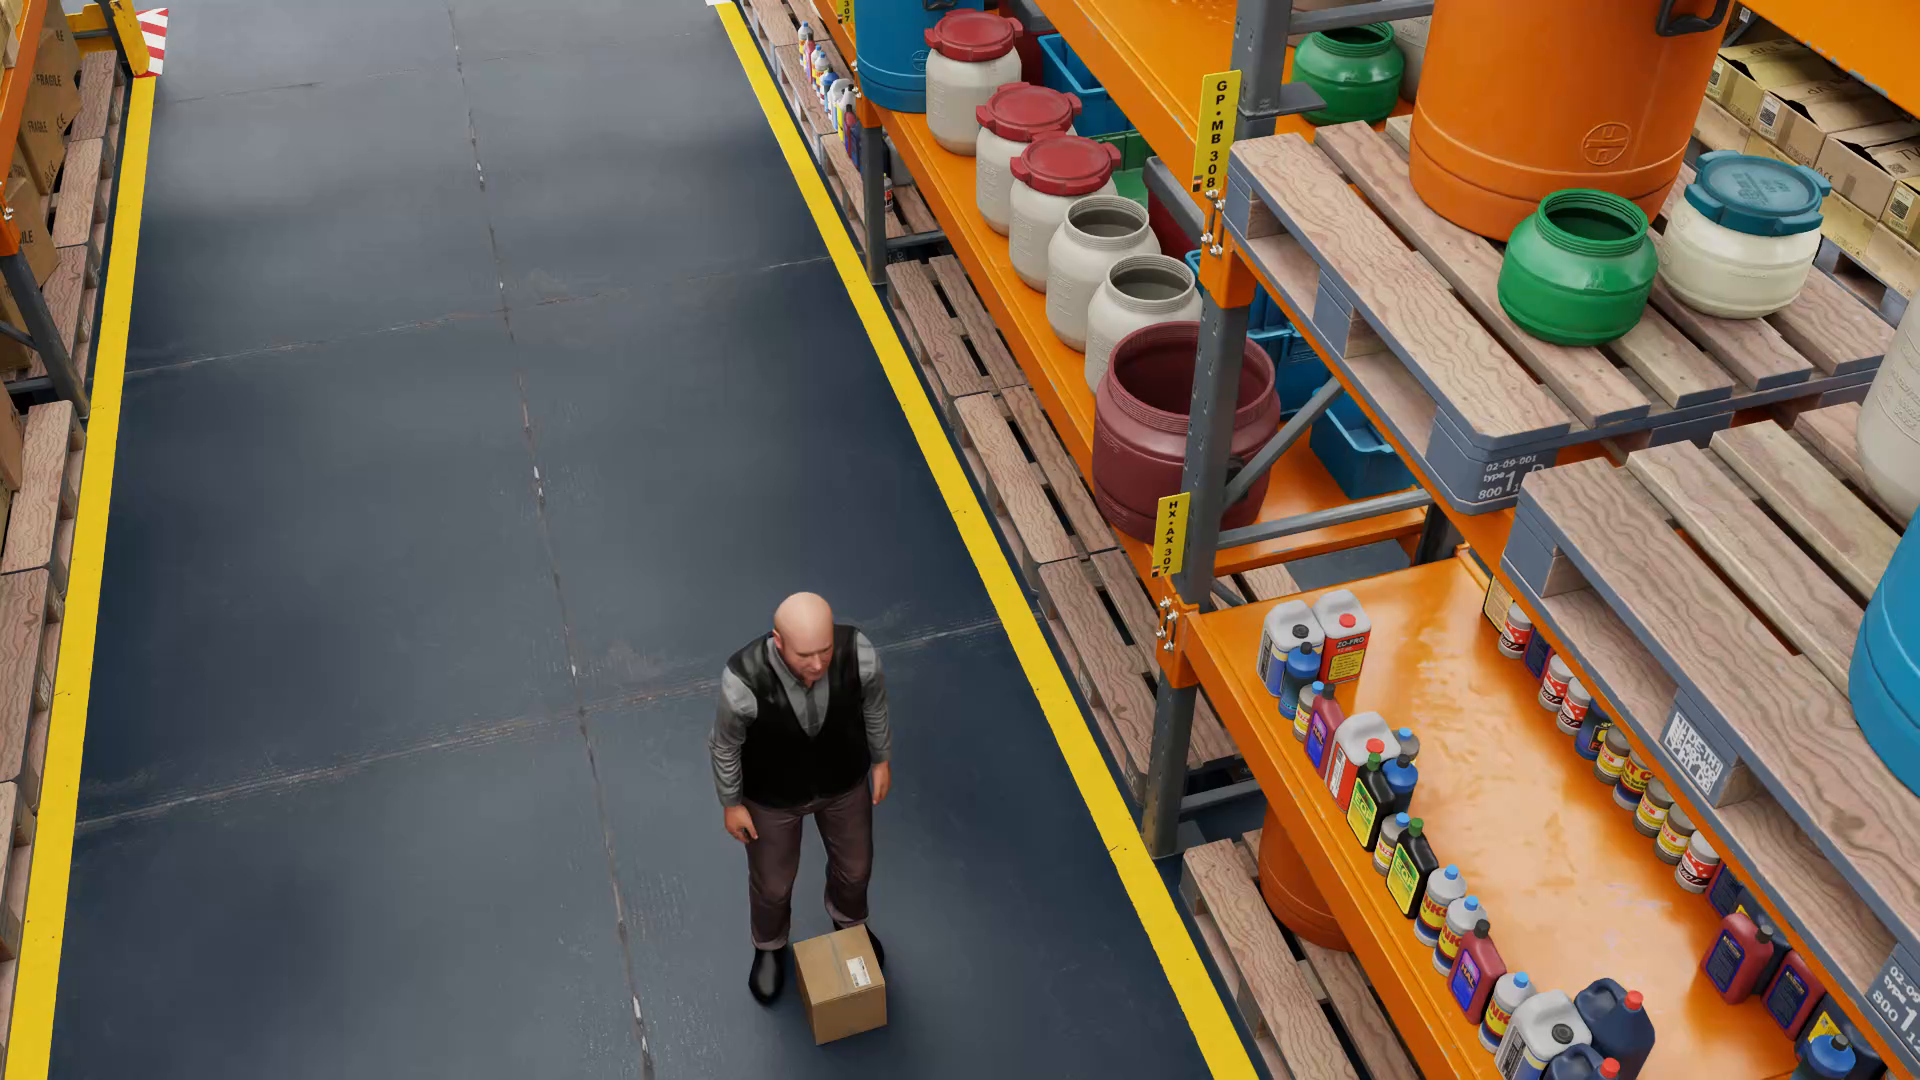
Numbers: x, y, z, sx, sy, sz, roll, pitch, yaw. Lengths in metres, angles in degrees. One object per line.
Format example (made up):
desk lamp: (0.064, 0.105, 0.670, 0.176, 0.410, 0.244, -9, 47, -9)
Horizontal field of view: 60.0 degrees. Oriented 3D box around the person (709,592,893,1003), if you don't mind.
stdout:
person: (-0.492, 0.774, 5.318, 0.584, 1.719, 0.427, -14, 44, -15)
